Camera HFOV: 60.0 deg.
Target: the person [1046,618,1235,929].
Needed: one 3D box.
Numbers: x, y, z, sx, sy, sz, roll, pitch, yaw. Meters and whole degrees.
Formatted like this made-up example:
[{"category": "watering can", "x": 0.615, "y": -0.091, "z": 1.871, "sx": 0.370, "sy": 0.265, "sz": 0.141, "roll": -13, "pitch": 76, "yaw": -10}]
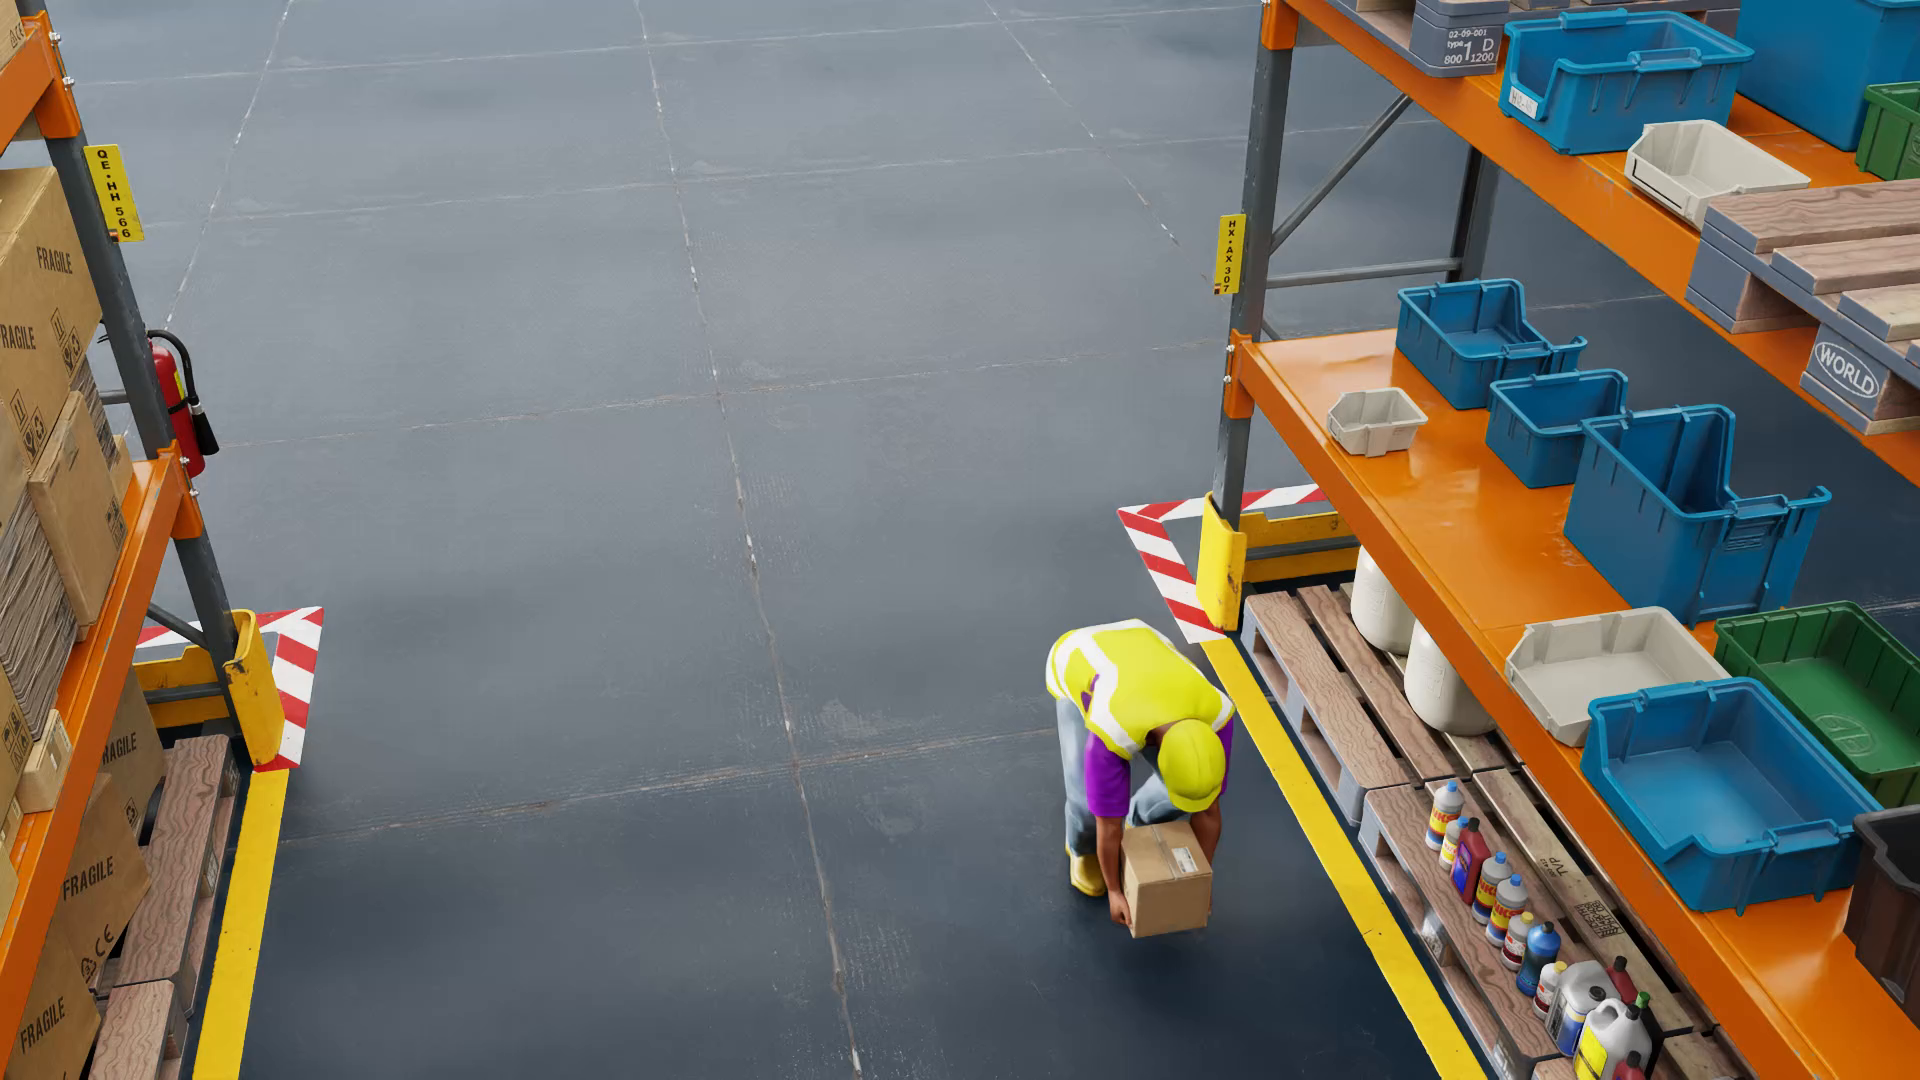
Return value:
[{"category": "person", "x": 0.610, "y": 0.802, "z": 5.585, "sx": 0.513, "sy": 1.041, "sz": 0.966, "roll": -9, "pitch": 35, "yaw": -13}]
